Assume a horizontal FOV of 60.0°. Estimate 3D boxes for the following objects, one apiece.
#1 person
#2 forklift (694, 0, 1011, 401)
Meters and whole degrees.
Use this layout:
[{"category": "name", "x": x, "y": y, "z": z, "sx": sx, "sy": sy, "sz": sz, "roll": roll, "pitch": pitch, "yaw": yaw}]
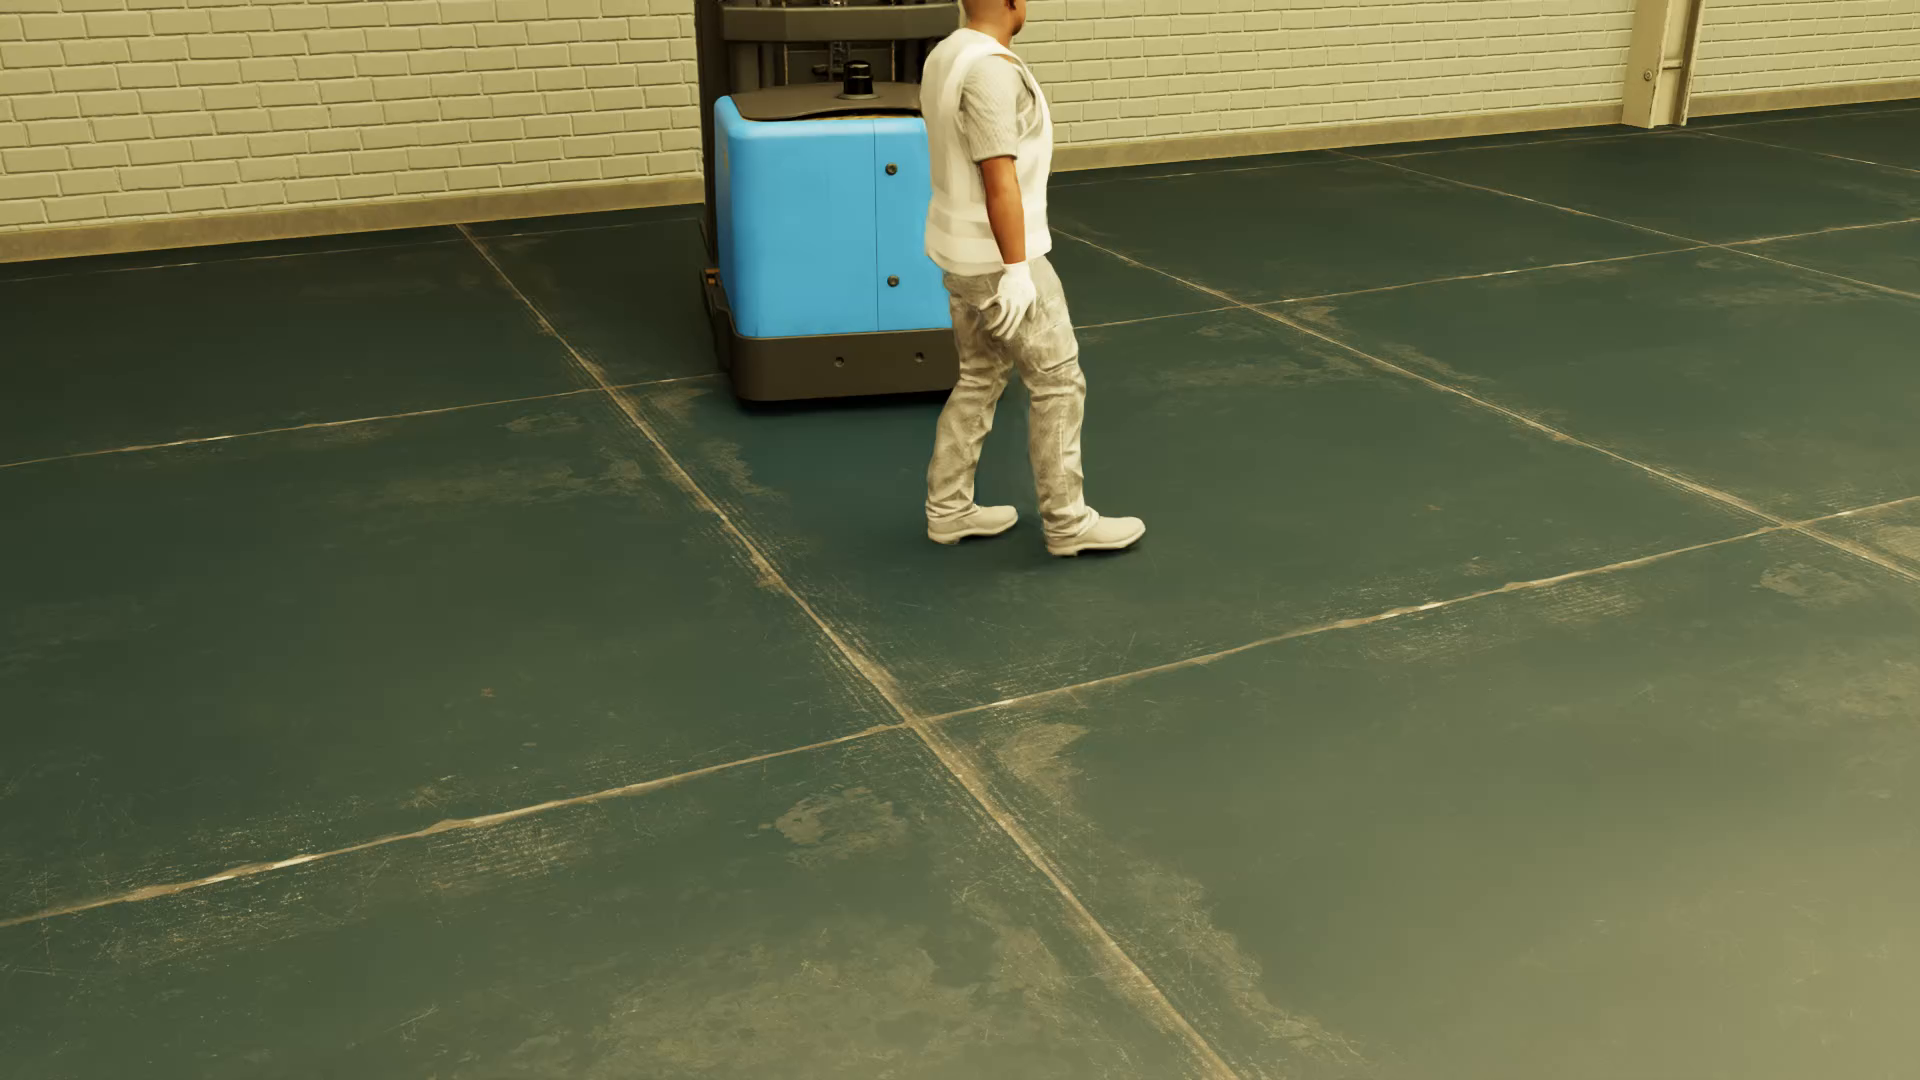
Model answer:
[{"category": "person", "x": 0.202, "y": -0.836, "z": 4.834, "sx": 0.610, "sy": 1.771, "sz": 0.721, "roll": -7, "pitch": 24, "yaw": -17}, {"category": "forklift", "x": -0.603, "y": -2.402, "z": 7.067, "sx": 1.130, "sy": 2.935, "sz": 3.031, "roll": -4, "pitch": 23, "yaw": -11}]
